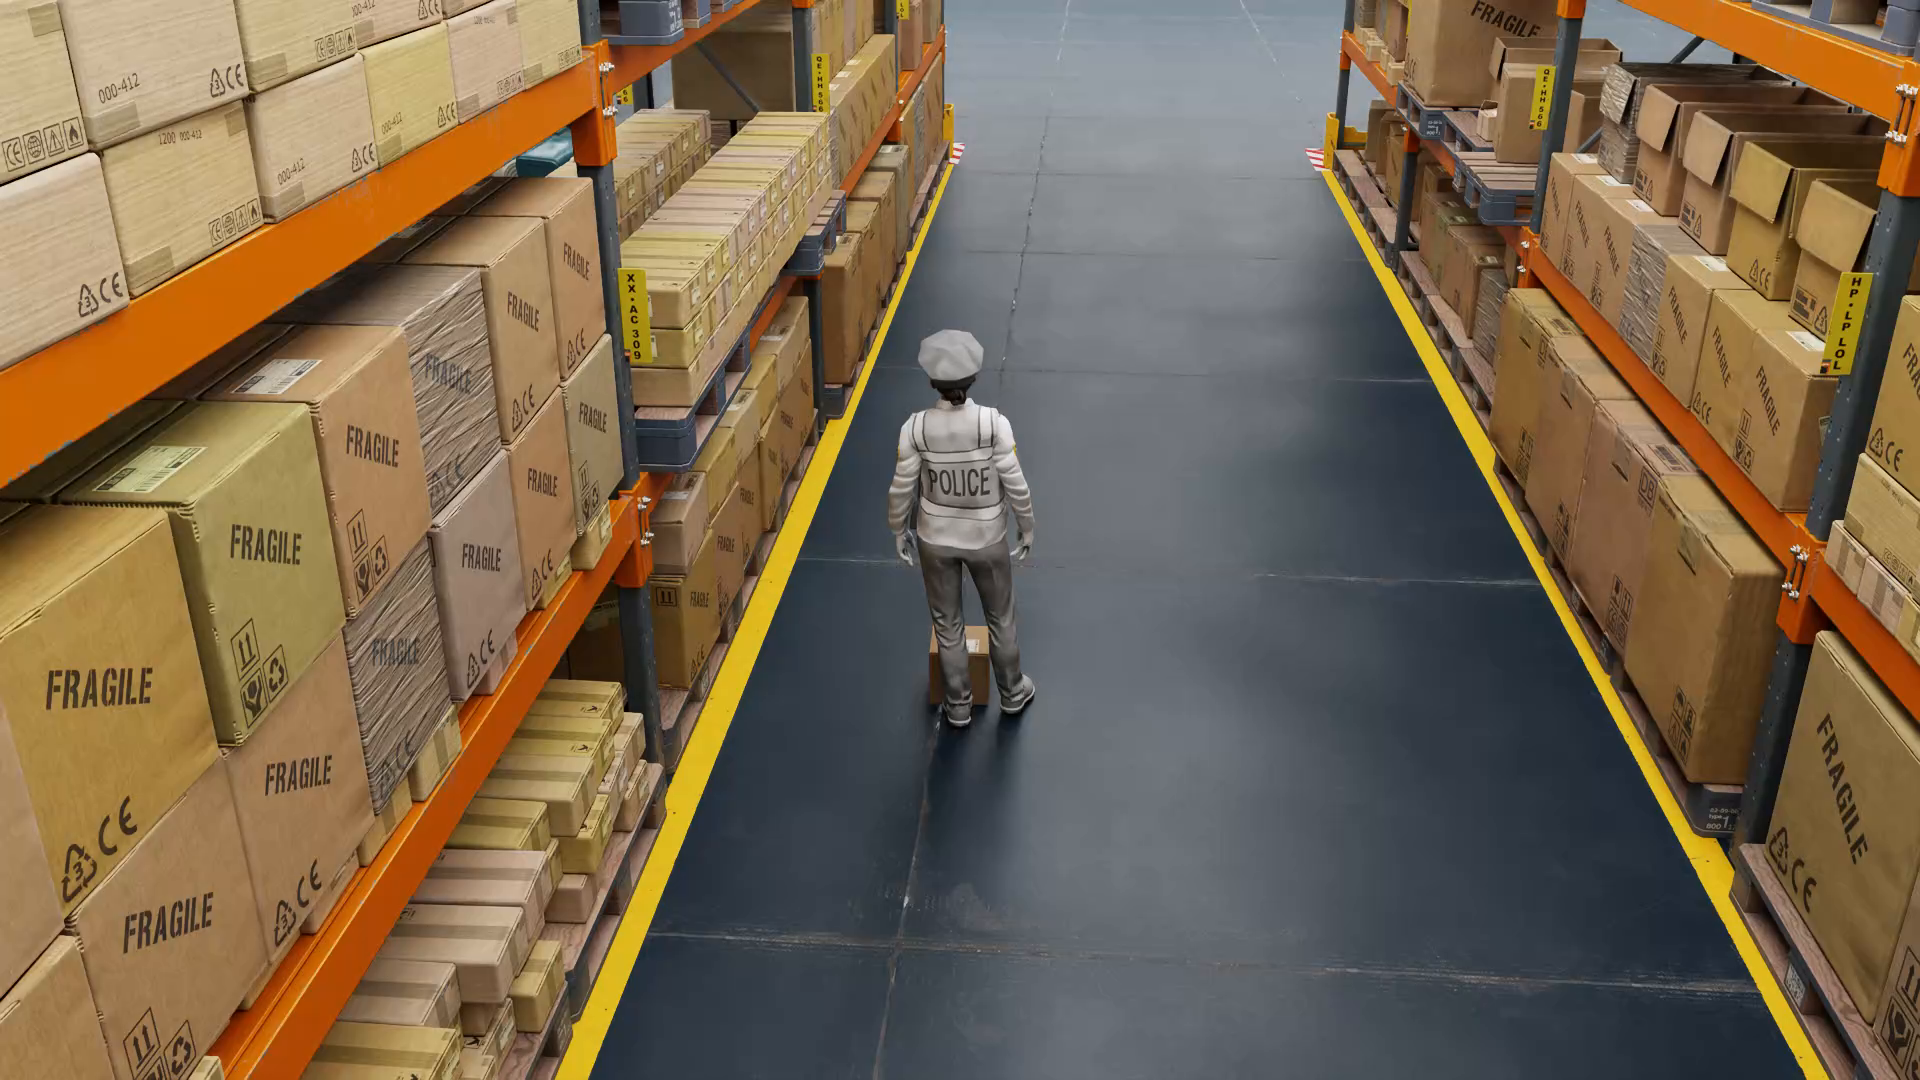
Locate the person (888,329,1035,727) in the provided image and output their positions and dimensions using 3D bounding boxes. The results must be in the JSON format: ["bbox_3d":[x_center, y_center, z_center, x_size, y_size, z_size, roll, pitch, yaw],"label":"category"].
[{"bbox_3d":[0.014,-0.041,6.634,0.588,1.696,0.532,2,25,4],"label":"person"}]
